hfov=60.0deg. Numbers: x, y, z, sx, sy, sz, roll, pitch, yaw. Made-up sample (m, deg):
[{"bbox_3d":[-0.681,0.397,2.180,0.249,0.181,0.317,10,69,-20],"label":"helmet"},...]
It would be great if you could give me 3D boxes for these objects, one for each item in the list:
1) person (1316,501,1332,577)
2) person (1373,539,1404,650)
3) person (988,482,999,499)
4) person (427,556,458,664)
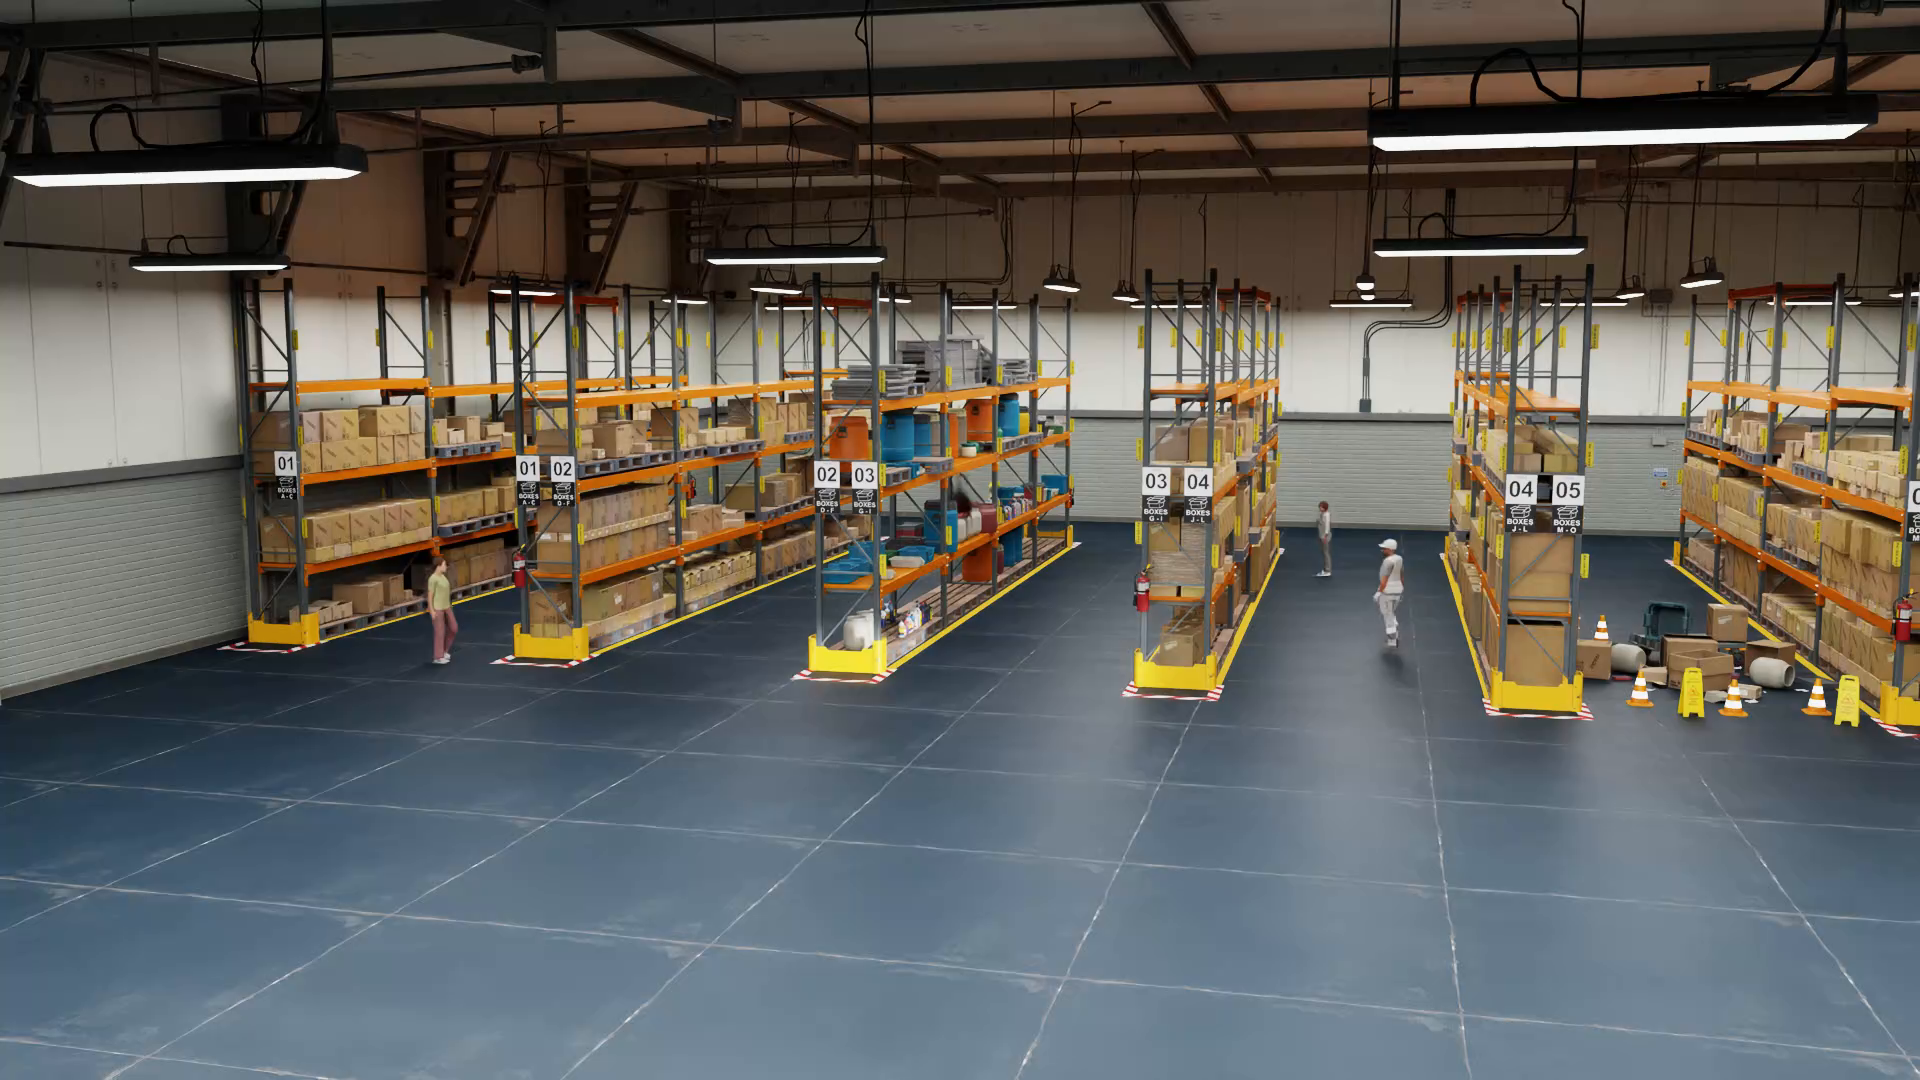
[{"bbox_3d":[7.737,-0.034,35.380,0.337,1.607,0.441,0,7,4],"label":"person"},{"bbox_3d":[6.967,0.891,26.993,0.581,1.830,0.468,-4,8,-27],"label":"person"},{"bbox_3d":[0.800,-0.491,38.464,0.384,1.771,0.657,-2,7,-13],"label":"person"},{"bbox_3d":[-8.134,1.091,25.916,0.469,1.653,0.559,3,7,21],"label":"person"}]
